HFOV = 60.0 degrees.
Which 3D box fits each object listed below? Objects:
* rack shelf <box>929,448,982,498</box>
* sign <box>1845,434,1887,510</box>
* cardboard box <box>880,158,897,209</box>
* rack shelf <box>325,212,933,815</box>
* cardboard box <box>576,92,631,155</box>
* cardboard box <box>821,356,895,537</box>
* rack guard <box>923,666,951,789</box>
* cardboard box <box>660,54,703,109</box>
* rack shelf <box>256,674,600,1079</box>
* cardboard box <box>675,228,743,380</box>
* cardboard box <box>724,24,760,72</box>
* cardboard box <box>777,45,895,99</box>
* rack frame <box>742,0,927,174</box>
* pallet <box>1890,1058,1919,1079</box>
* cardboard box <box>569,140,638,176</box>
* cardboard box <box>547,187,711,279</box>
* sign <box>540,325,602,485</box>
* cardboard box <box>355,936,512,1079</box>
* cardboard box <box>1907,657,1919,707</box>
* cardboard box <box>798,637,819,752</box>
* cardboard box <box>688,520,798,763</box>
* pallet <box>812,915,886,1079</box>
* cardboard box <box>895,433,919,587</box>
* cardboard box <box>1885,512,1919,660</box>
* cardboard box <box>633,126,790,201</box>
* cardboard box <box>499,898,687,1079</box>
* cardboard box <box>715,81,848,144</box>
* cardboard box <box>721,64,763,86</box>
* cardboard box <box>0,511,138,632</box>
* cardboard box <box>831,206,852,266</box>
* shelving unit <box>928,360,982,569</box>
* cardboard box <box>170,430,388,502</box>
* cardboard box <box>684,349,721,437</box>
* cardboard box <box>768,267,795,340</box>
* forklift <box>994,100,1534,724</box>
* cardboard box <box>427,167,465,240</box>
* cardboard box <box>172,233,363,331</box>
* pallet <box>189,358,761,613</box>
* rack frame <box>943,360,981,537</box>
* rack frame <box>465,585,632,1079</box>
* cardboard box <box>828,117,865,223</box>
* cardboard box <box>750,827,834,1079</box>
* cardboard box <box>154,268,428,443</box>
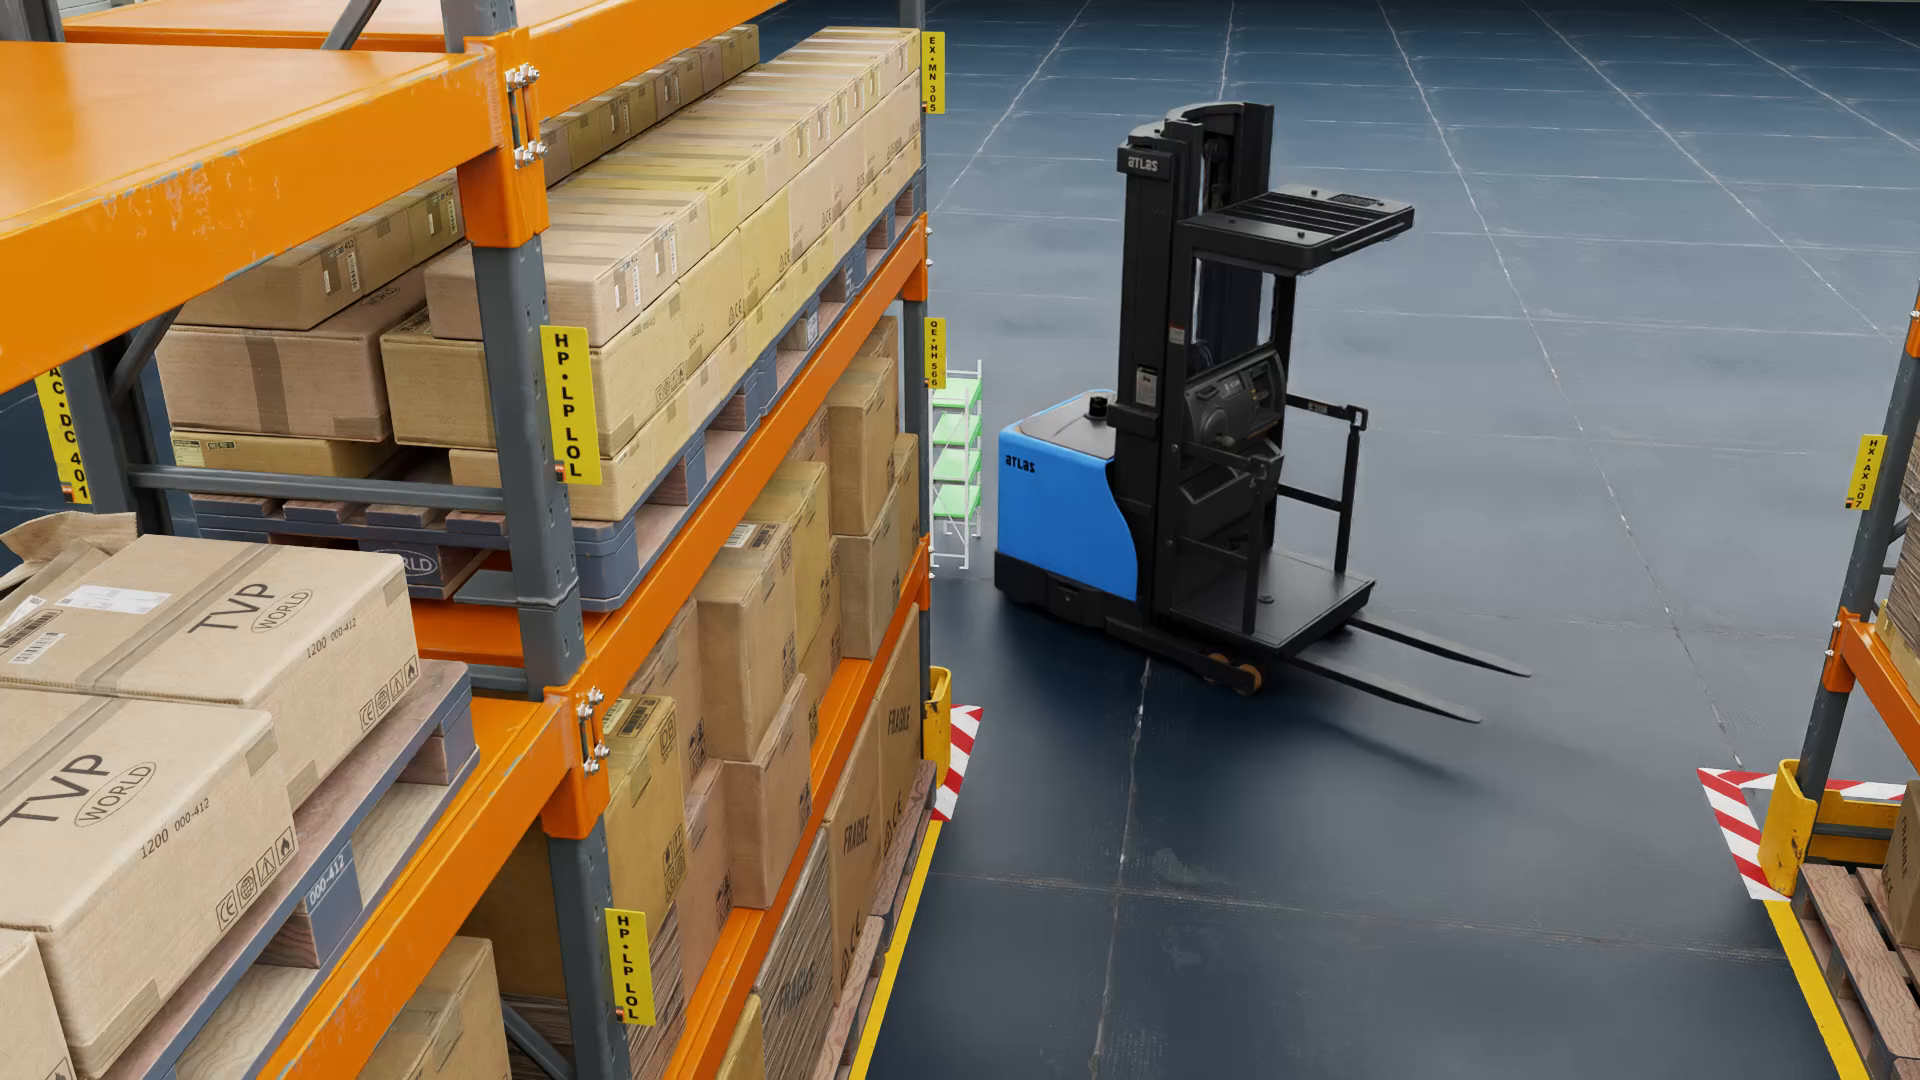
[{"bbox_3d":[-0.027,-0.416,10.375,0.258,0.148,0.480,4,25,9],"label":"rack shelf"},{"bbox_3d":[3.696,-0.275,6.779,0.100,0.325,0.005,4,25,9],"label":"sign"},{"bbox_3d":[-0.449,-1.336,6.212,0.380,0.149,0.250,4,25,9],"label":"cardboard box"},{"bbox_3d":[-0.972,-0.428,5.436,1.077,0.370,4.000,4,25,9],"label":"rack shelf"},{"bbox_3d":[-1.264,-1.317,5.229,0.380,0.149,0.250,4,25,9],"label":"cardboard box"},{"bbox_3d":[-0.743,-0.400,6.615,0.875,0.550,0.550,4,25,9],"label":"cardboard box"},{"bbox_3d":[-0.641,0.891,8.258,1.175,0.500,0.348,4,25,9],"label":"rack guard"},{"bbox_3d":[-1.139,-1.638,5.915,0.380,0.149,0.250,4,25,9],"label":"cardboard box"},{"bbox_3d":[-1.626,1.245,1.862,1.077,0.370,4.000,4,25,9],"label":"rack shelf"},{"bbox_3d":[-0.862,-0.616,4.201,0.500,0.250,0.500,4,25,8],"label":"cardboard box"},{"bbox_3d":[-1.014,-1.955,6.593,0.380,0.149,0.250,4,25,9],"label":"cardboard box"},{"bbox_3d":[-0.450,-1.697,6.041,0.380,0.149,0.250,4,25,9],"label":"cardboard box"},{"bbox_3d":[-0.645,-2.949,6.435,1.000,3.000,0.127,4,25,9],"label":"rack frame"},{"bbox_3d":[3.850,2.295,5.598,1.003,0.211,1.213,4,25,9],"label":"pallet"},{"bbox_3d":[-1.224,-1.075,5.183,0.500,0.250,0.500,4,25,8],"label":"cardboard box"},{"bbox_3d":[-0.822,-0.741,4.000,0.380,0.149,0.250,4,25,8],"label":"cardboard box"},{"bbox_3d":[-0.762,-0.260,3.248,0.100,0.325,0.005,4,25,9],"label":"sign"},{"bbox_3d":[-1.374,1.151,3.455,0.700,0.500,0.500,4,25,8],"label":"cardboard box"},{"bbox_3d":[3.834,0.578,6.274,0.380,0.149,0.250,4,25,9],"label":"cardboard box"},{"bbox_3d":[-0.991,0.540,5.880,0.875,0.550,0.500,4,25,9],"label":"cardboard box"},{"bbox_3d":[-1.006,0.278,5.167,0.875,0.550,0.550,4,25,9],"label":"cardboard box"},{"bbox_3d":[-0.901,1.880,6.485,1.003,0.211,1.213,4,25,9],"label":"pallet"},{"bbox_3d":[-0.661,-0.141,7.336,0.875,0.550,0.550,4,25,9],"label":"cardboard box"},{"bbox_3d":[4.114,0.203,6.310,0.875,0.500,0.500,4,25,9],"label":"cardboard box"},{"bbox_3d":[-0.698,-1.061,4.683,0.380,0.149,0.250,4,25,8],"label":"cardboard box"},{"bbox_3d":[-1.251,1.218,4.432,0.875,0.550,0.550,4,25,9],"label":"cardboard box"},{"bbox_3d":[-0.574,-1.377,5.357,0.380,0.149,0.250,4,25,8],"label":"cardboard box"},{"bbox_3d":[-0.977,-1.708,6.536,0.500,0.250,0.500,4,25,8],"label":"cardboard box"},{"bbox_3d":[-1.644,0.143,2.912,0.258,0.266,0.396,4,25,8],"label":"cardboard box"},{"bbox_3d":[-0.573,-1.018,5.531,0.380,0.149,0.250,4,25,9],"label":"cardboard box"},{"bbox_3d":[-0.027,-0.474,10.348,0.258,1.200,0.503,4,25,9],"label":"shelving unit"},{"bbox_3d":[-1.555,-0.213,3.812,0.380,0.149,0.250,4,25,8],"label":"cardboard box"},{"bbox_3d":[-0.822,-0.380,4.169,0.380,0.149,0.250,4,25,8],"label":"cardboard box"},{"bbox_3d":[-0.698,-0.700,4.853,0.380,0.149,0.250,4,25,9],"label":"cardboard box"},{"bbox_3d":[1.652,-0.741,8.875,3.031,2.935,1.130,20,32,36],"label":"forklift"},{"bbox_3d":[-1.430,-0.890,4.318,0.380,0.149,0.250,4,25,9],"label":"cardboard box"},{"bbox_3d":[-1.554,-0.575,3.644,0.380,0.149,0.250,4,25,8],"label":"cardboard box"},{"bbox_3d":[-1.155,-0.218,4.245,1.003,0.211,1.213,4,25,9],"label":"pallet"},{"bbox_3d":[0.013,-0.576,10.566,0.240,1.200,0.015,4,25,9],"label":"rack frame"},{"bbox_3d":[-1.299,1.441,4.132,1.000,3.000,0.127,4,25,9],"label":"rack frame"},{"bbox_3d":[-0.615,-1.249,5.555,0.500,0.250,0.500,4,25,8],"label":"cardboard box"},{"bbox_3d":[-0.984,1.578,5.851,0.875,0.875,0.875,4,25,9],"label":"cardboard box"},{"bbox_3d":[-1.472,-0.443,3.833,0.500,0.250,0.500,4,25,8],"label":"cardboard box"}]
